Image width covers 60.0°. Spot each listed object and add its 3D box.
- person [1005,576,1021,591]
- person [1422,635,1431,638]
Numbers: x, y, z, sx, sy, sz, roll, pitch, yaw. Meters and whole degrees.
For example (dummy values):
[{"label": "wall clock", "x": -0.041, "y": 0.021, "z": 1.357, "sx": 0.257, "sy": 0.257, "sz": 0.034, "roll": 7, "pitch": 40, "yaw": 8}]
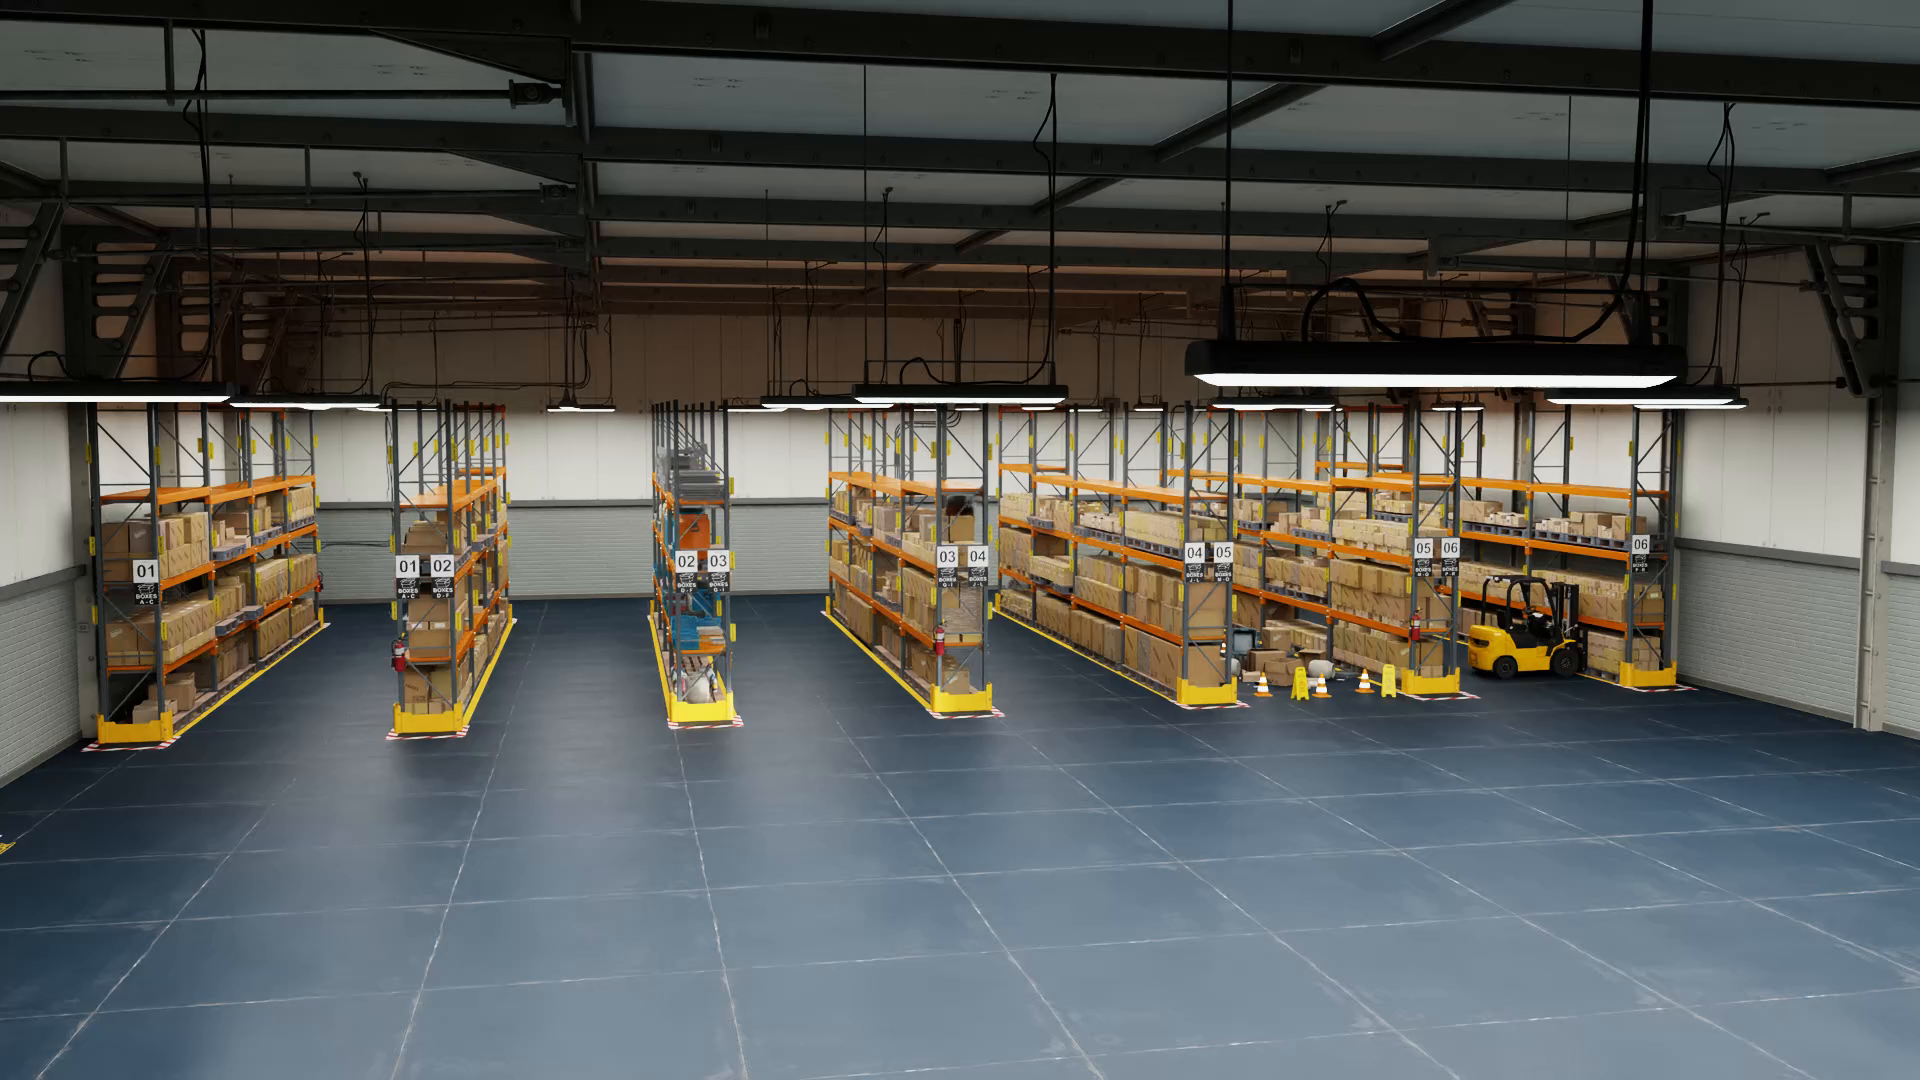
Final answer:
[{"label": "person", "x": 1.657, "y": 1.116, "z": 50.011, "sx": 0.813, "sy": 1.644, "sz": 0.537, "roll": -1, "pitch": 5, "yaw": -19}, {"label": "person", "x": 10.809, "y": 1.973, "z": 38.490, "sx": 0.429, "sy": 1.733, "sz": 0.609, "roll": 2, "pitch": 5, "yaw": 20}]
